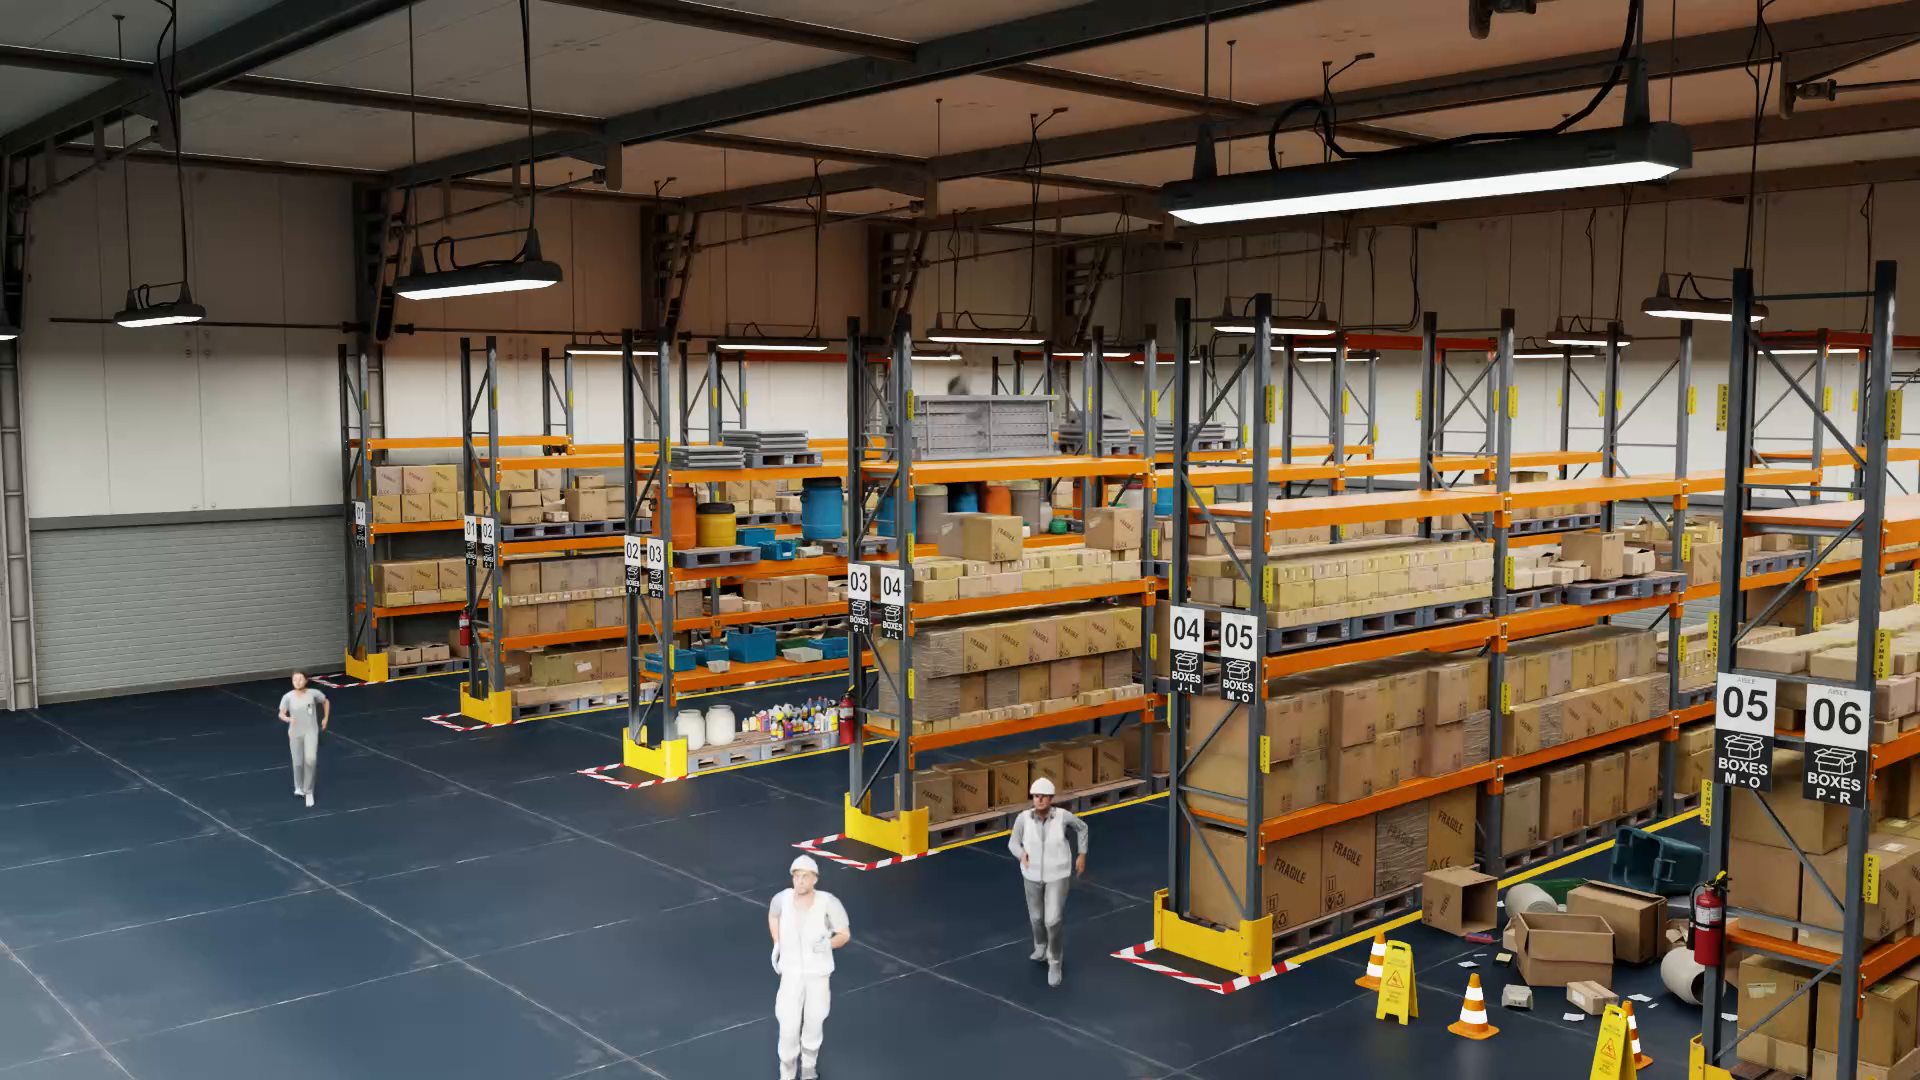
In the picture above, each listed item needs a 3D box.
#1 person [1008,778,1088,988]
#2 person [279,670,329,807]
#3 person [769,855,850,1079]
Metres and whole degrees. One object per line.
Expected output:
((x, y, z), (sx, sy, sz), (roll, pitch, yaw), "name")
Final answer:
((0.761, 2.973, 14.638), (0.665, 1.800, 0.835), (1, 5, 15), "person")
((-8.242, 2.471, 20.900), (0.570, 1.684, 0.753), (-1, 5, -16), "person")
((-1.115, 3.208, 12.158), (0.627, 1.838, 0.717), (0, 5, 1), "person")
